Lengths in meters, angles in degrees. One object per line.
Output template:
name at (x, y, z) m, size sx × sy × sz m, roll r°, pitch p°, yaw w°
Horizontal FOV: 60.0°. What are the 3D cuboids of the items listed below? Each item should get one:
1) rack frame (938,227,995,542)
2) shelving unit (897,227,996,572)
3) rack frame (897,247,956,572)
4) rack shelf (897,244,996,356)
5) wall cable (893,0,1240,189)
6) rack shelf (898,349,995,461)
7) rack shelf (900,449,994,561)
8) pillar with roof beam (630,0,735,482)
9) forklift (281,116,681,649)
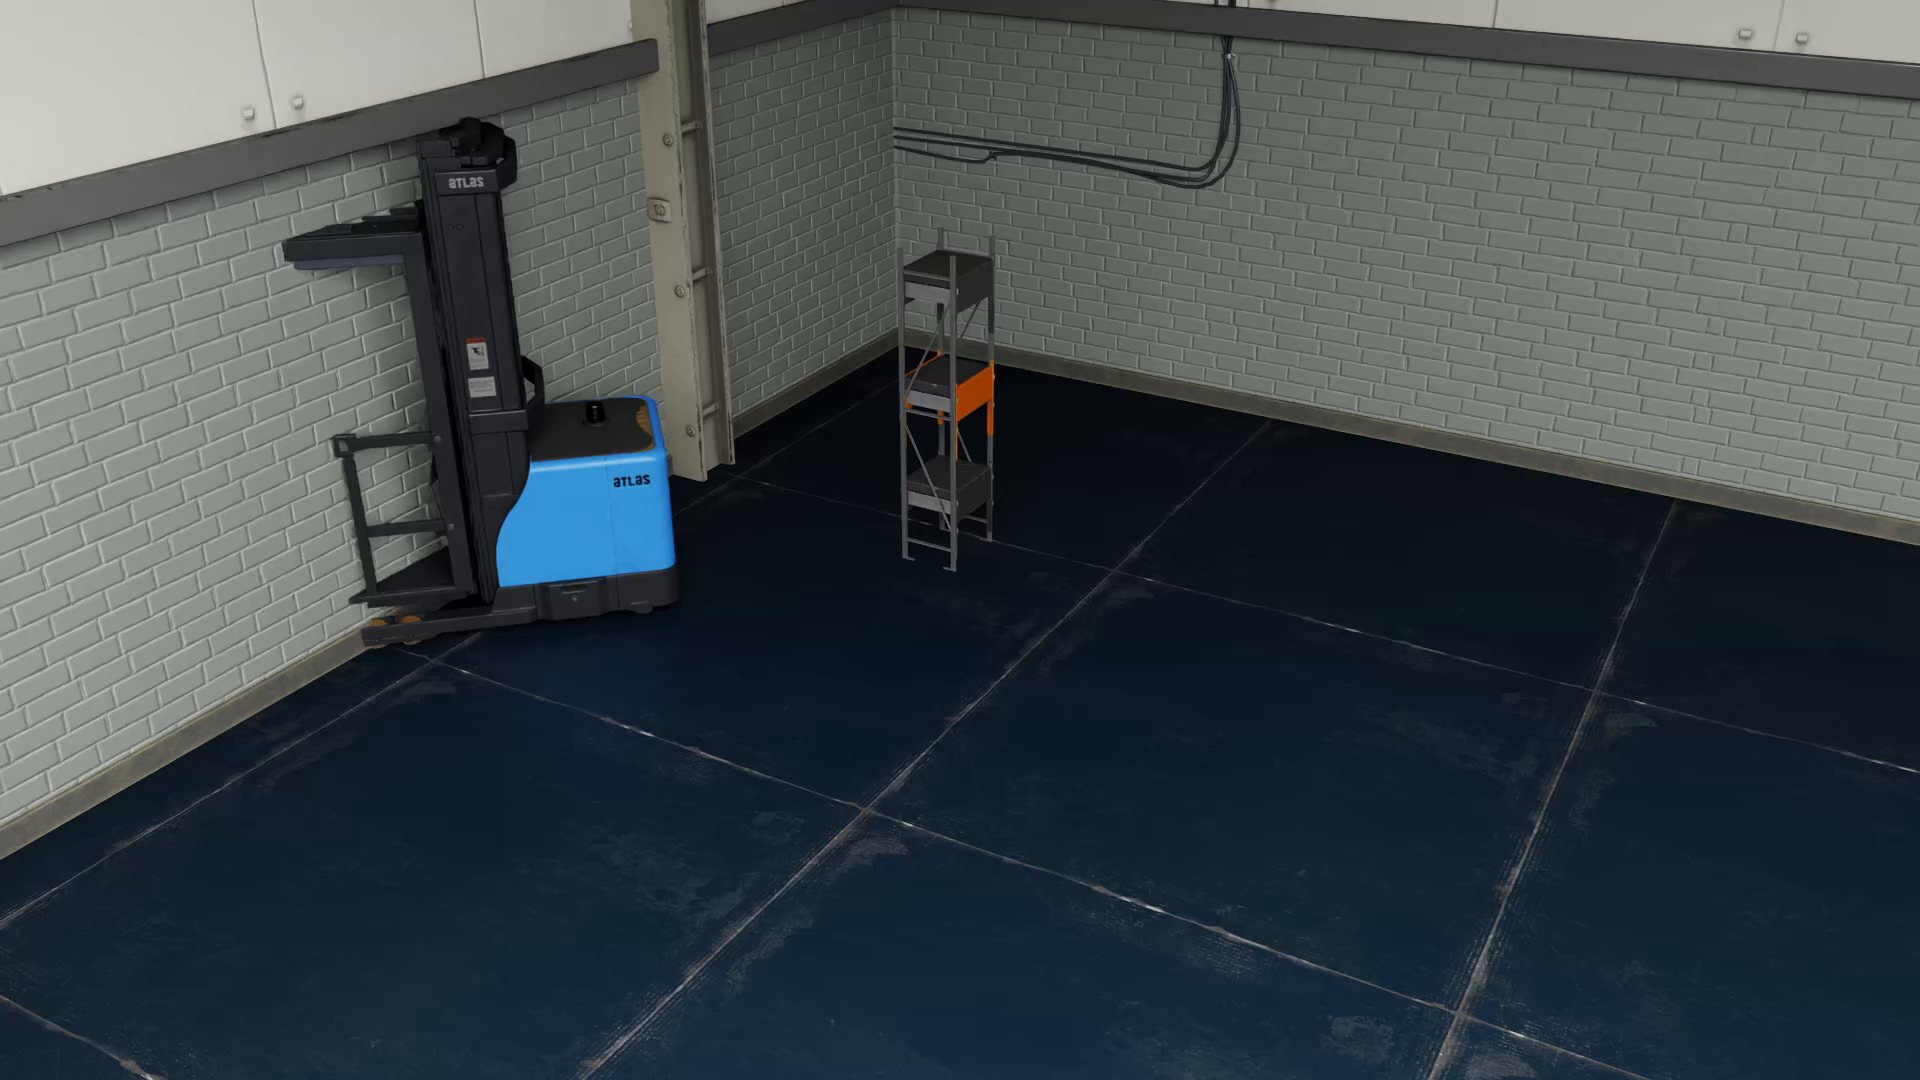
rack frame at (0.039, -0.970, 10.761) m, size 0.400 × 2.100 × 0.015 m, roll 14°, pitch 30°, yaw 26°
shelving unit at (-0.081, -0.874, 10.571) m, size 0.431 × 2.100 × 0.503 m, roll 14°, pitch 30°, yaw 26°
rack frame at (-0.201, -0.779, 10.381) m, size 0.400 × 2.100 × 0.015 m, roll 14°, pitch 30°, yaw 26°
rack shelf at (-0.081, -1.488, 10.264) m, size 0.431 × 0.518 × 0.480 m, roll 14°, pitch 30°, yaw 26°
wall cable at (0.709, -4.023, 12.623) m, size 3.097 × 2.526 × 0.112 m, roll 14°, pitch 30°, yaw 26°
rack shelf at (-0.081, -0.862, 10.577) m, size 0.431 × 0.518 × 0.480 m, roll 14°, pitch 30°, yaw 26°
rack shelf at (-0.081, -0.236, 10.890) m, size 0.431 × 0.518 × 0.480 m, roll 14°, pitch 30°, yaw 26°
pillar with roof beam at (1.857, -3.607, 8.322) m, size 9.100 × 9.000 × 0.400 m, roll 14°, pitch 30°, yaw 26°
forklift at (-3.304, -0.926, 9.746) m, size 3.031 × 2.935 × 1.130 m, roll -6°, pitch 27°, yaw -12°
